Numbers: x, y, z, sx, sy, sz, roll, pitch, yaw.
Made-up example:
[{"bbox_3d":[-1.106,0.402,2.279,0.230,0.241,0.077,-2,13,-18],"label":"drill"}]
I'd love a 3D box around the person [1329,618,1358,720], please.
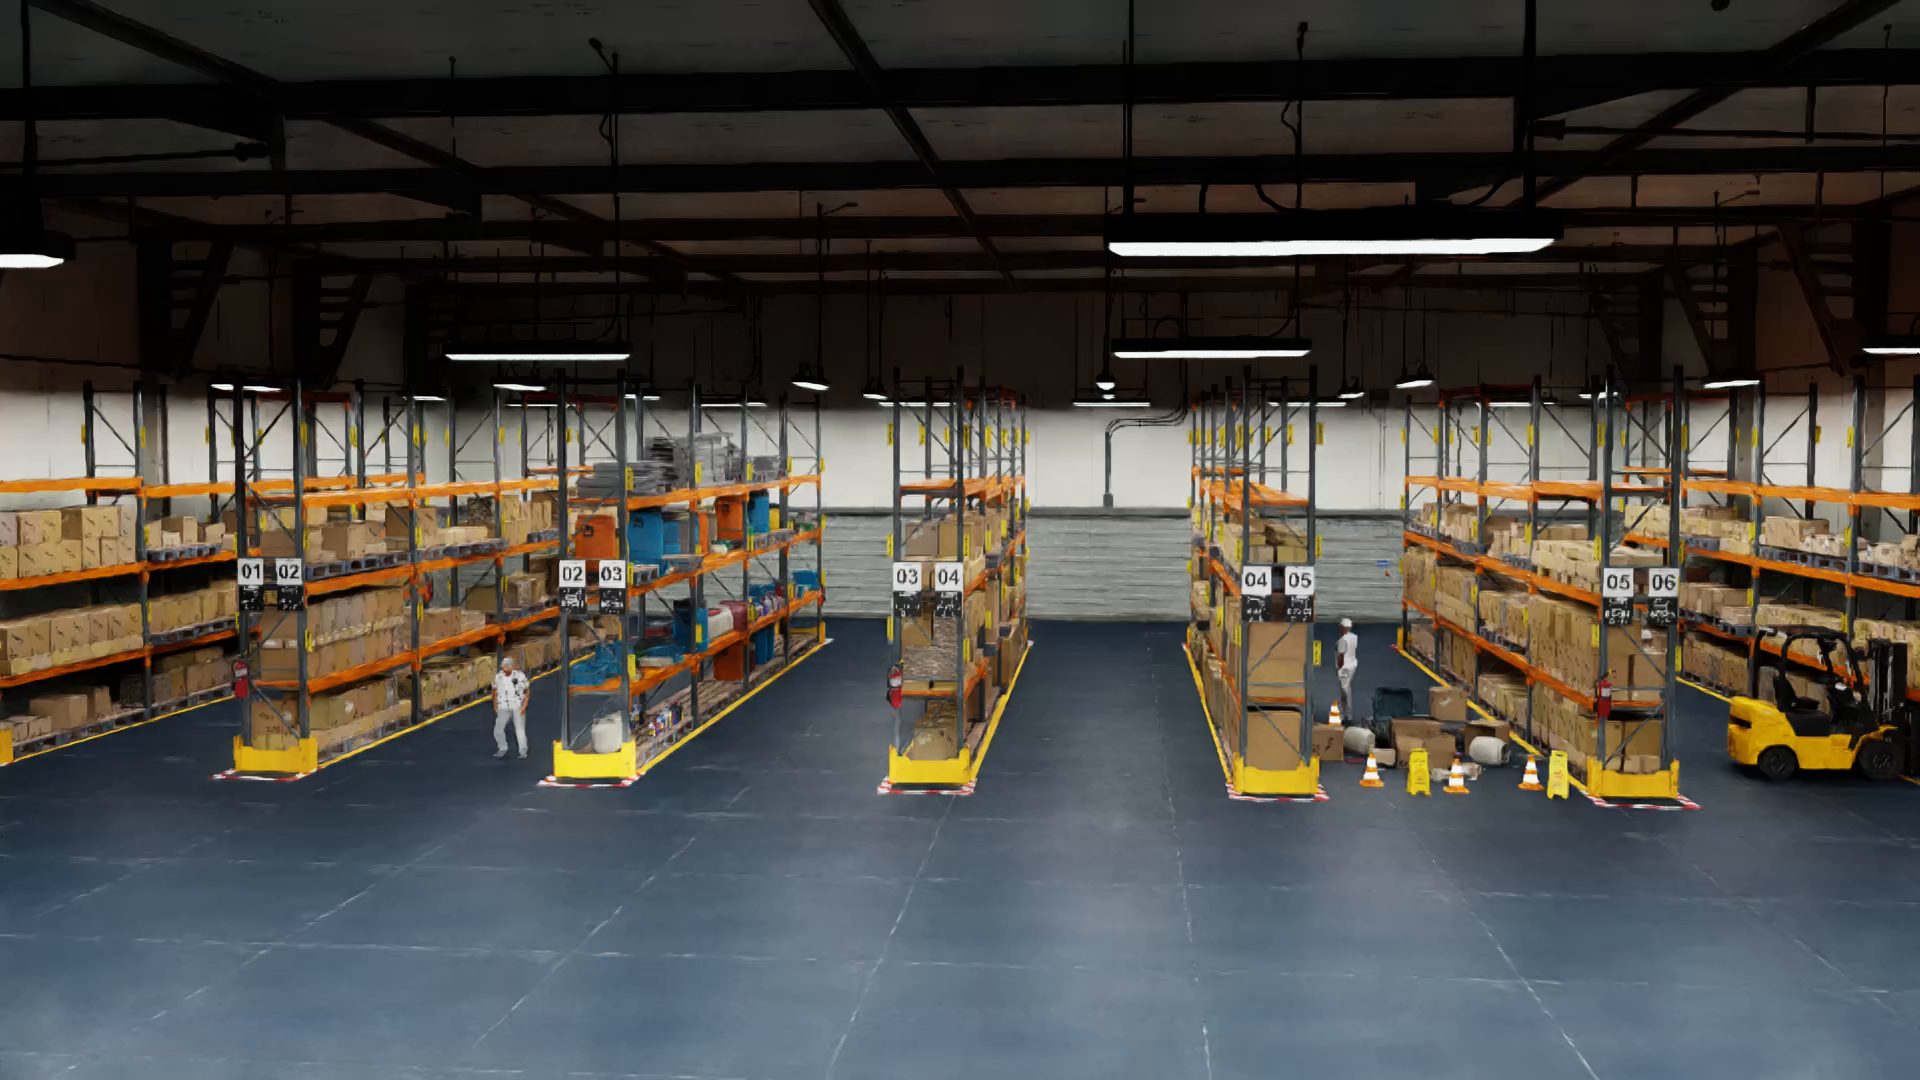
[{"bbox_3d":[6.776,2.258,29.457,0.491,1.773,0.614,3,4,36],"label":"person"}]

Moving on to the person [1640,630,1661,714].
[{"bbox_3d":[11.415,2.374,27.623,0.450,1.789,0.605,-2,4,-26],"label":"person"}]

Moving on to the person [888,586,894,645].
[{"bbox_3d":[-1.455,1.637,40.013,0.513,1.748,0.657,1,4,14],"label":"person"}]

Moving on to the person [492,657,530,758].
[{"bbox_3d":[-6.989,2.600,25.844,0.625,1.611,0.567,0,4,4],"label":"person"}]
